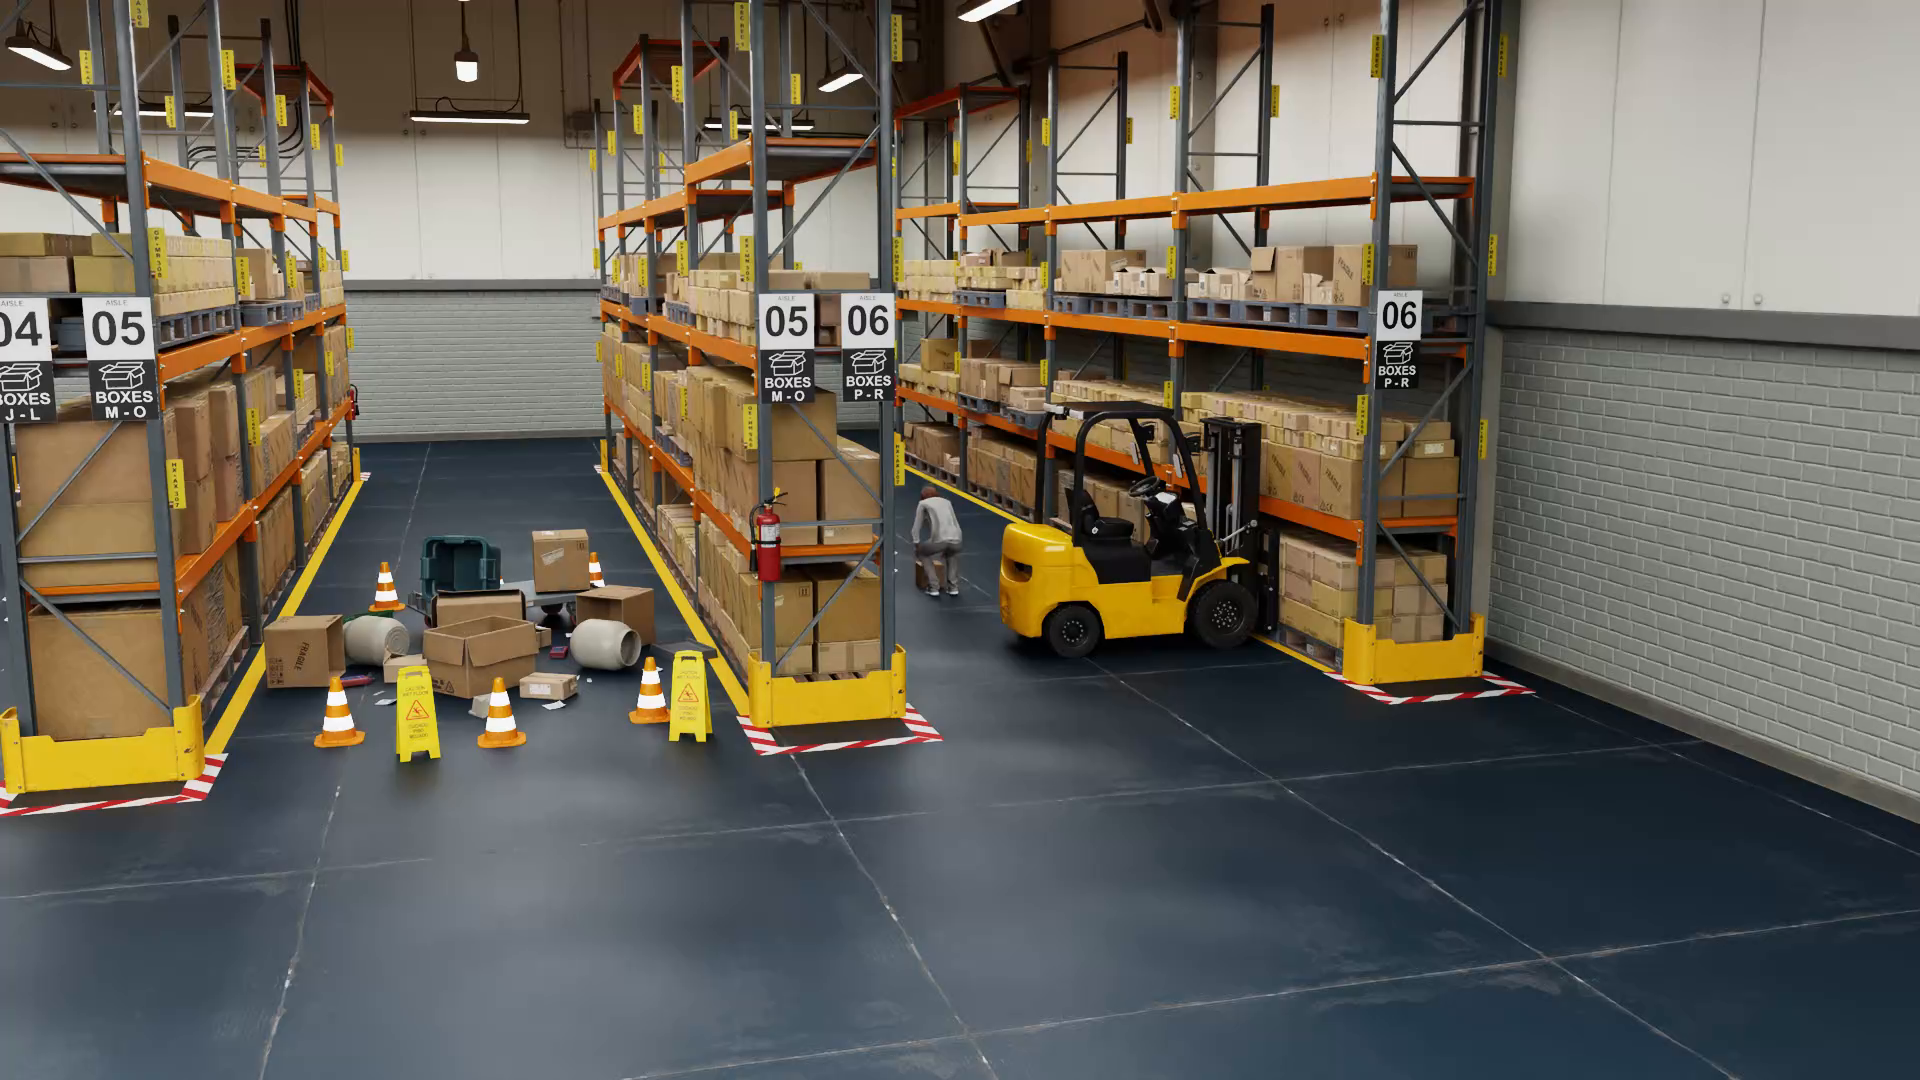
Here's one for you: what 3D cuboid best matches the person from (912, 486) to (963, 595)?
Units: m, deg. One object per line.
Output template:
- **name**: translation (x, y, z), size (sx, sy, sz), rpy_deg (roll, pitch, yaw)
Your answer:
- **person**: translation (-0.238, 0.017, 17.326), size (0.463, 1.102, 0.745), rpy_deg (-3, 10, -16)
